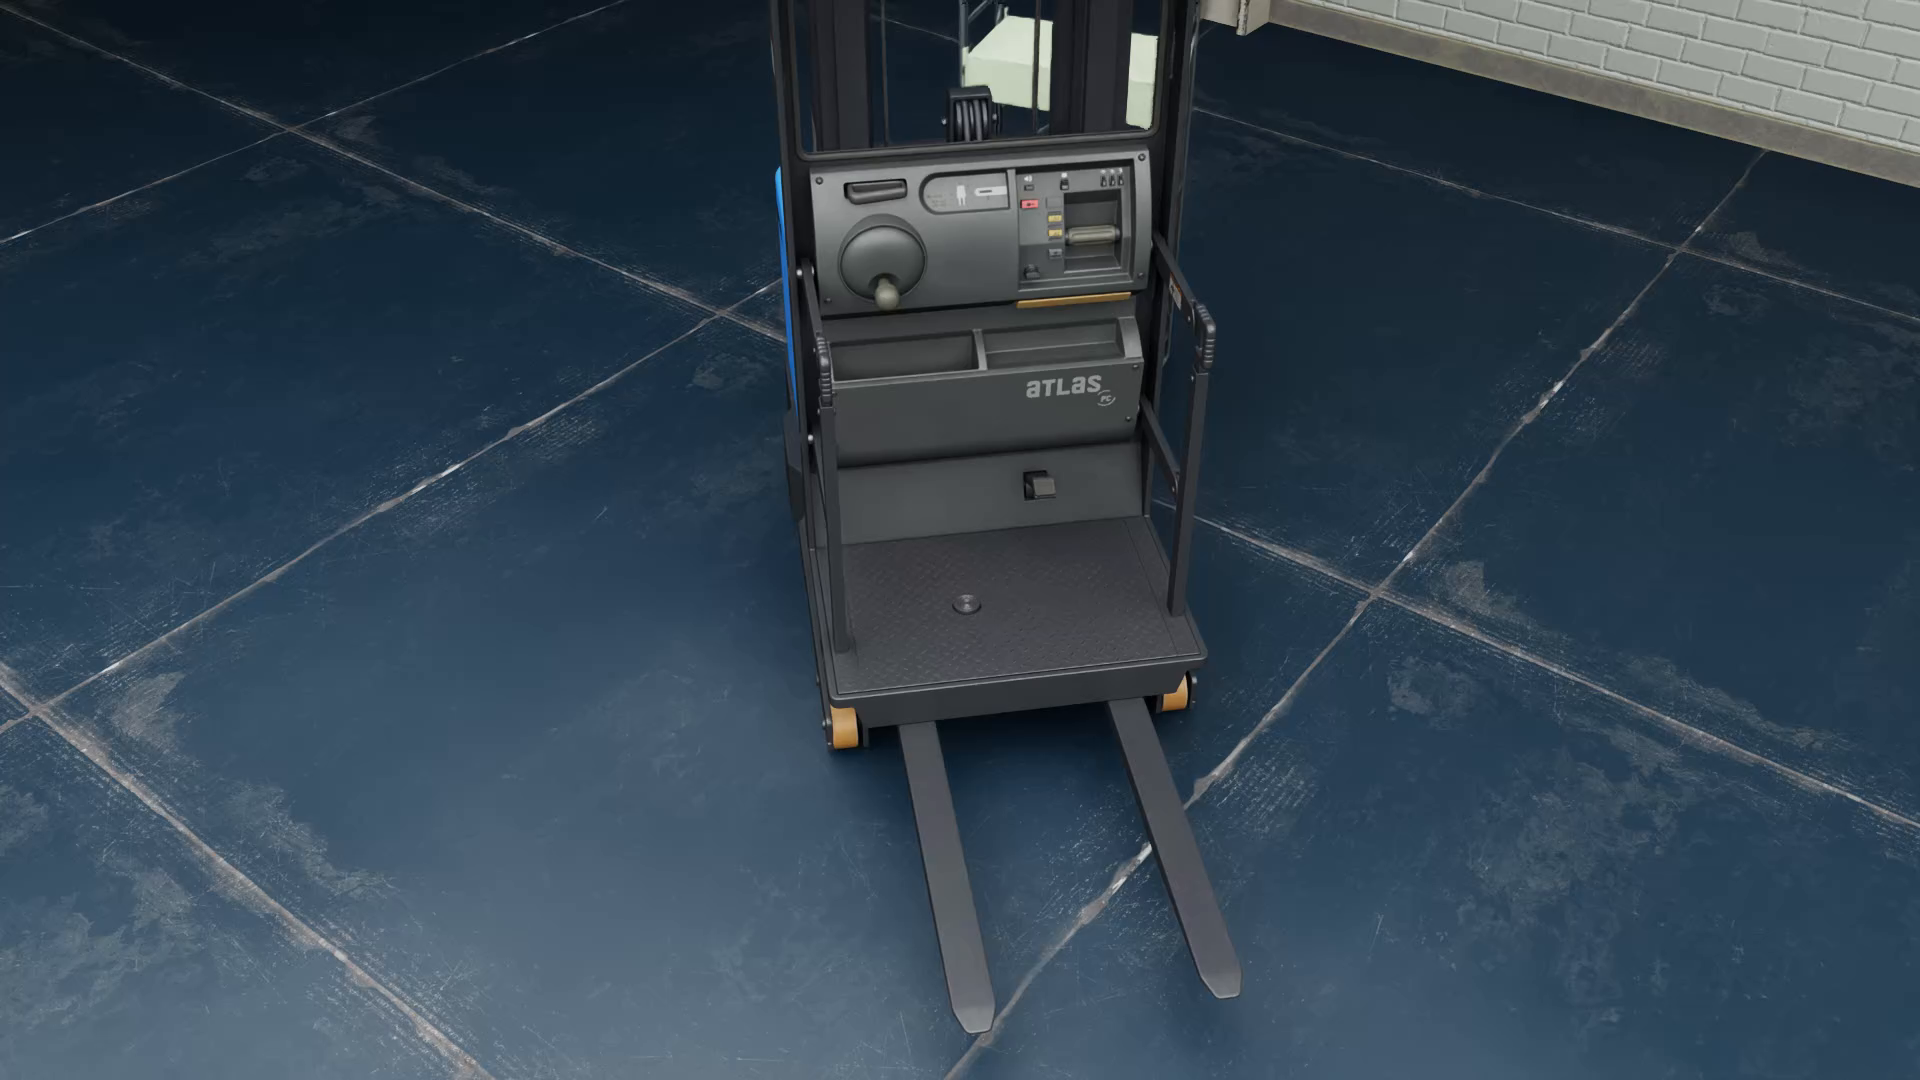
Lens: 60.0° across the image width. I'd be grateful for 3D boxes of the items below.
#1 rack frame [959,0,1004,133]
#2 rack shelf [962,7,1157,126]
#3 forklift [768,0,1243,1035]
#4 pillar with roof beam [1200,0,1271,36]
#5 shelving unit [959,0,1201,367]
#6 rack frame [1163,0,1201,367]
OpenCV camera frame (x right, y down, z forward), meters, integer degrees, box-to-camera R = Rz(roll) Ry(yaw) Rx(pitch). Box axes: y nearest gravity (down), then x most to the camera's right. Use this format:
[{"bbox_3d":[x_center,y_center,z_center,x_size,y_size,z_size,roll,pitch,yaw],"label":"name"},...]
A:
[{"bbox_3d":[0.078,-1.384,6.300,0.023,1.500,0.400,14,40,17],"label":"rack frame"},{"bbox_3d":[0.419,-1.608,5.954,0.720,0.370,0.431,14,40,17],"label":"rack shelf"},{"bbox_3d":[0.101,-0.773,4.359,1.130,2.935,3.031,-6,38,-7],"label":"forklift"},{"bbox_3d":[-1.075,-4.429,4.108,0.400,9.000,9.100,25,45,29],"label":"pillar with roof beam"},{"bbox_3d":[0.419,-1.301,6.195,0.755,1.500,0.431,14,40,17],"label":"shelving unit"},{"bbox_3d":[0.759,-1.219,6.090,0.023,1.500,0.400,14,40,17],"label":"rack frame"}]
